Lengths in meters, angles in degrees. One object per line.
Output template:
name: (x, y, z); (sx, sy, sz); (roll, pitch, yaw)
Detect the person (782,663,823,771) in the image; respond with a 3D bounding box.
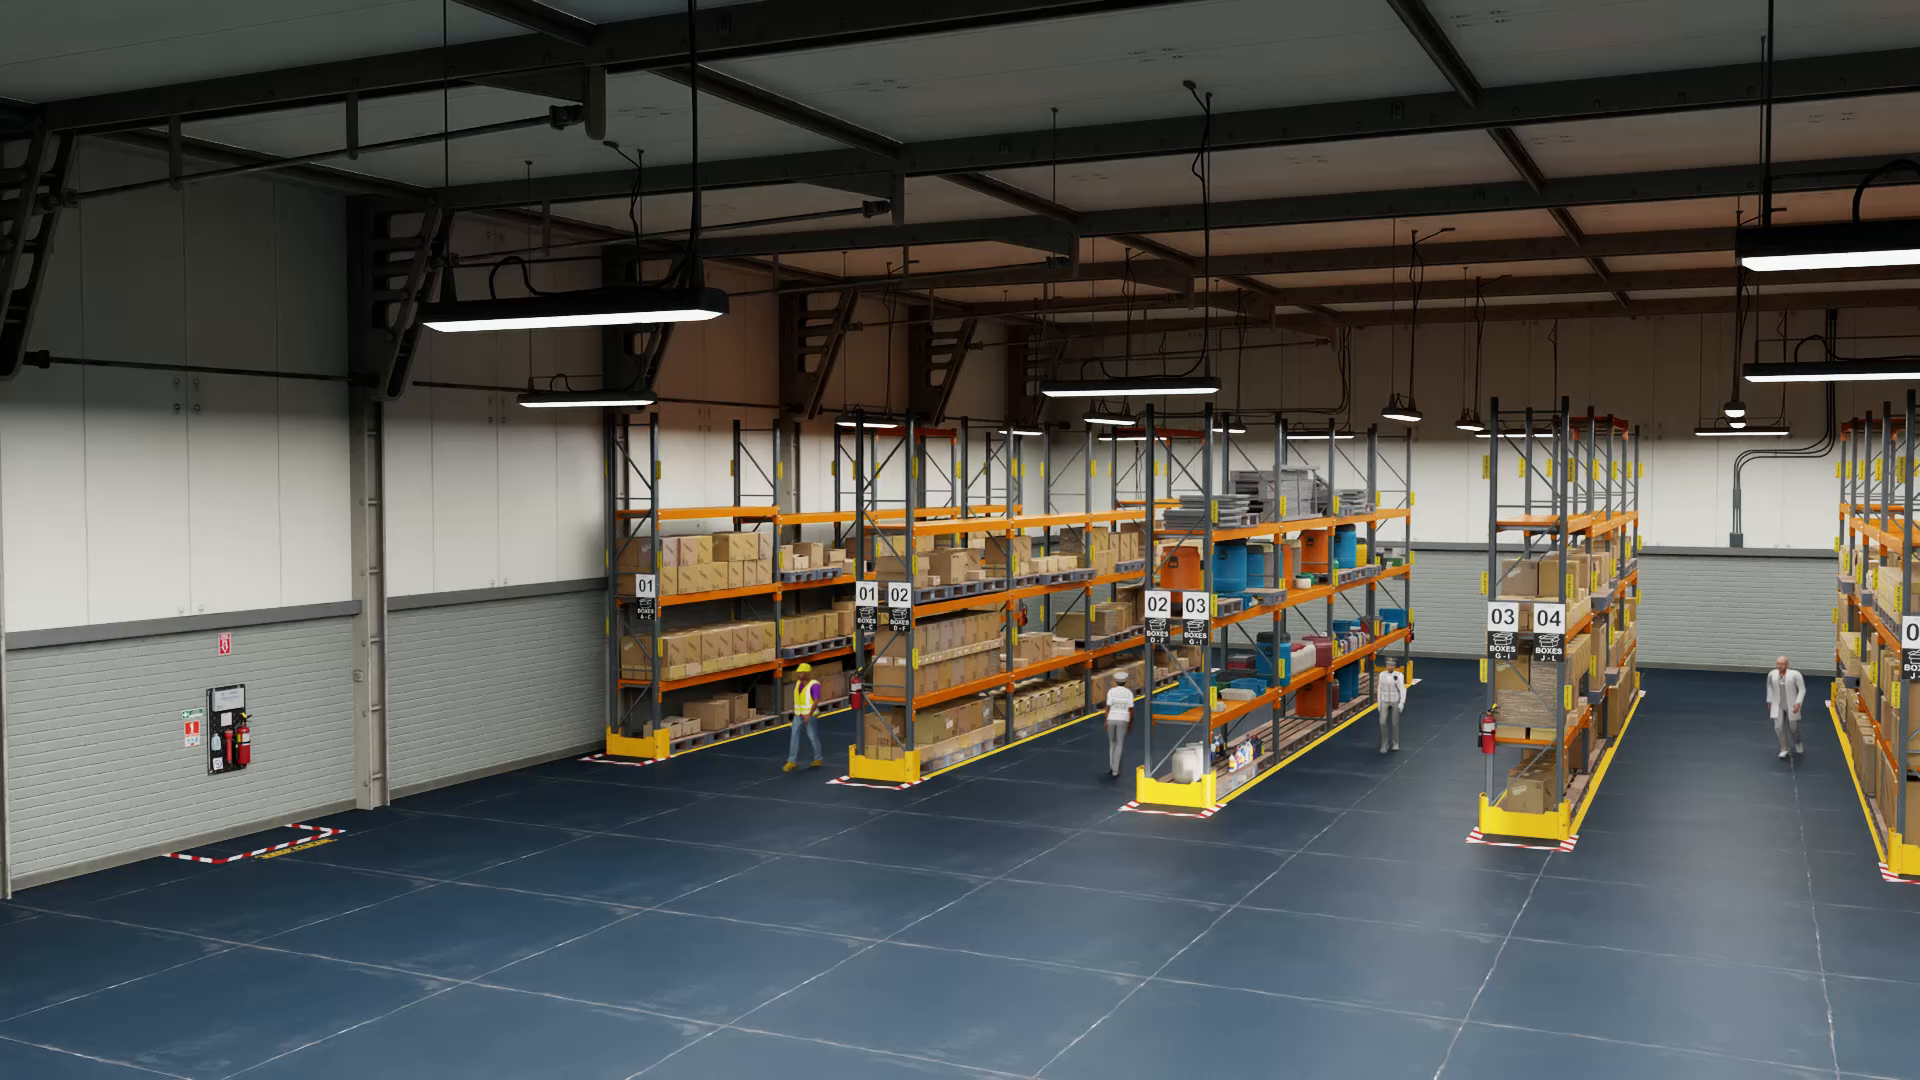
person: (-2.632, 2.944, 27.821); (0.590, 1.739, 0.880); (2, 3, 34)

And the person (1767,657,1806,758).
person: (14.511, 2.905, 29.174); (0.641, 1.757, 0.750); (2, 3, 40)

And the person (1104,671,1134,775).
person: (2.607, 3.044, 27.320); (0.460, 1.730, 0.595); (1, 3, 19)

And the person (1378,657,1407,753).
person: (7.679, 2.942, 29.597); (0.528, 1.723, 0.517); (1, 3, 28)
